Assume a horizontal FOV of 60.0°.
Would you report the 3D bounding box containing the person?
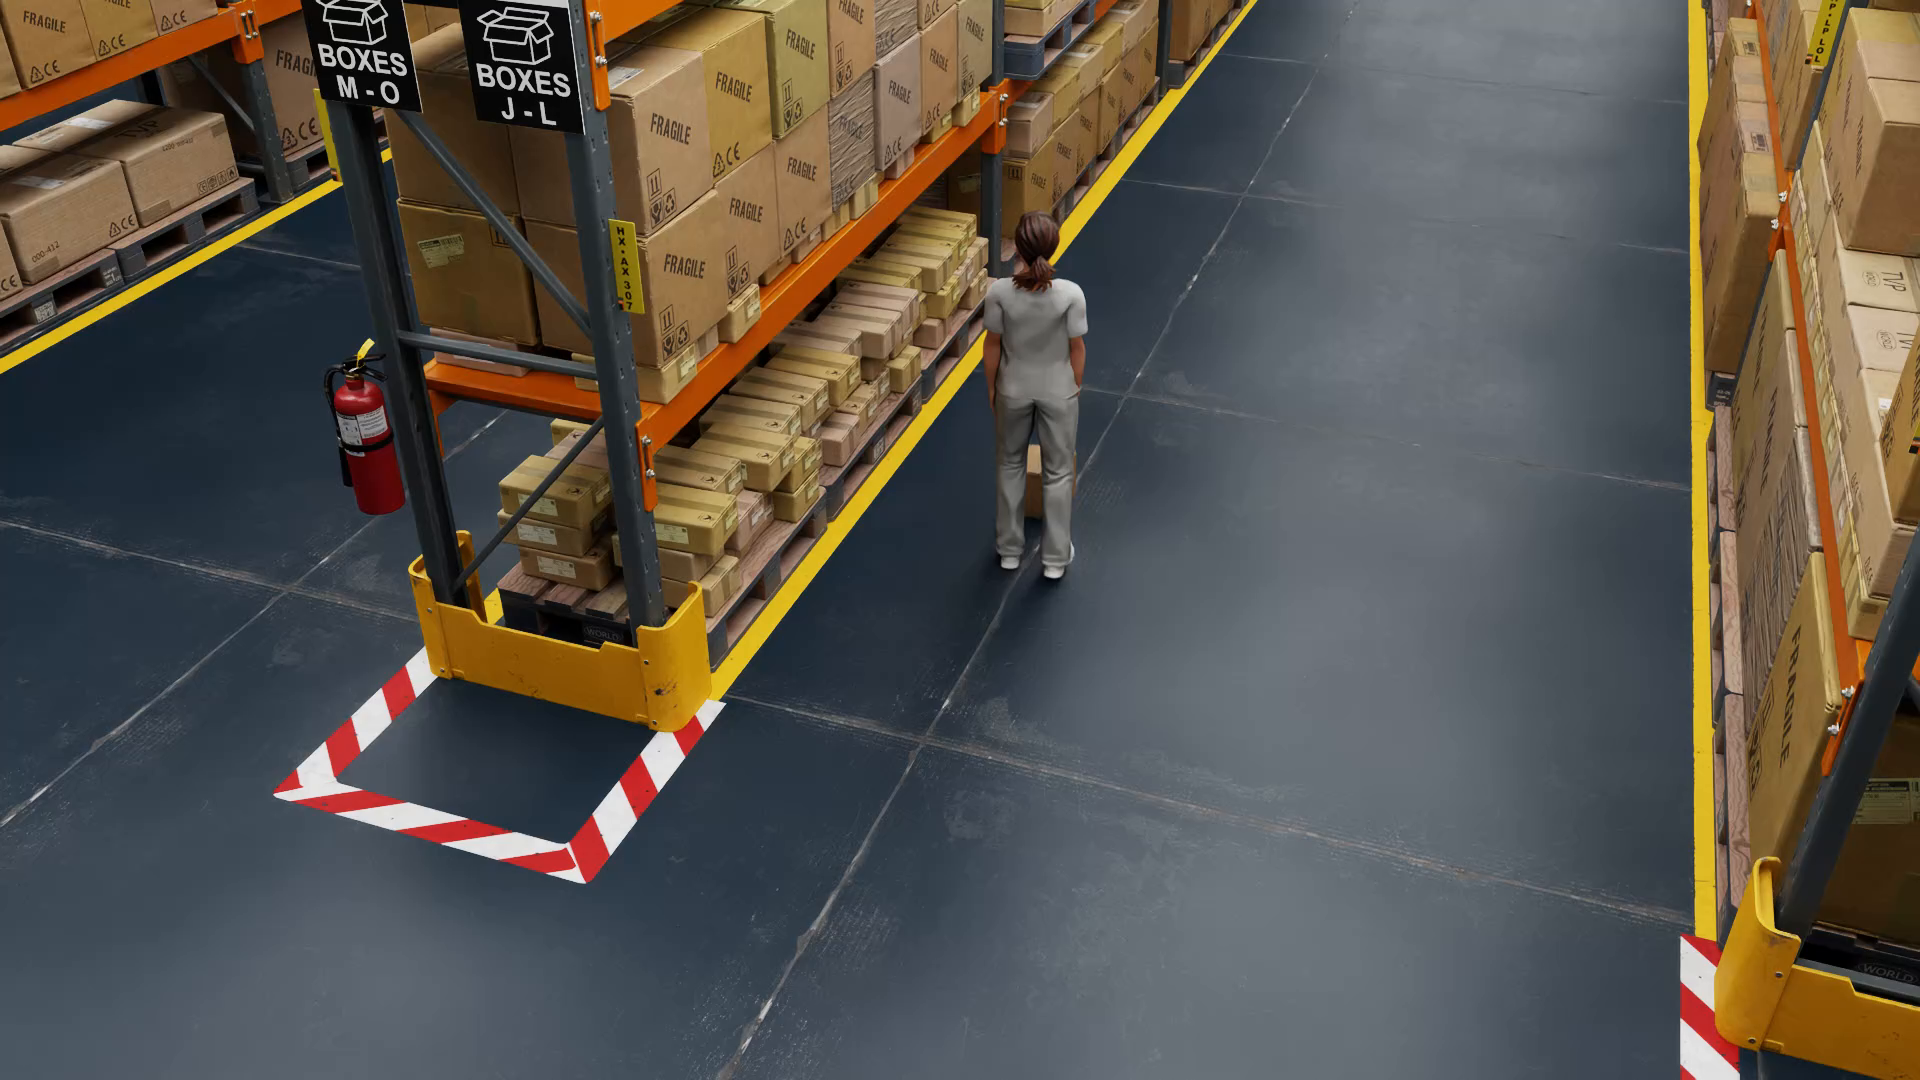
[{"bbox_3d":[0.314,-0.608,7.080,0.438,1.677,0.377,5,34,7],"label":"person"}]
